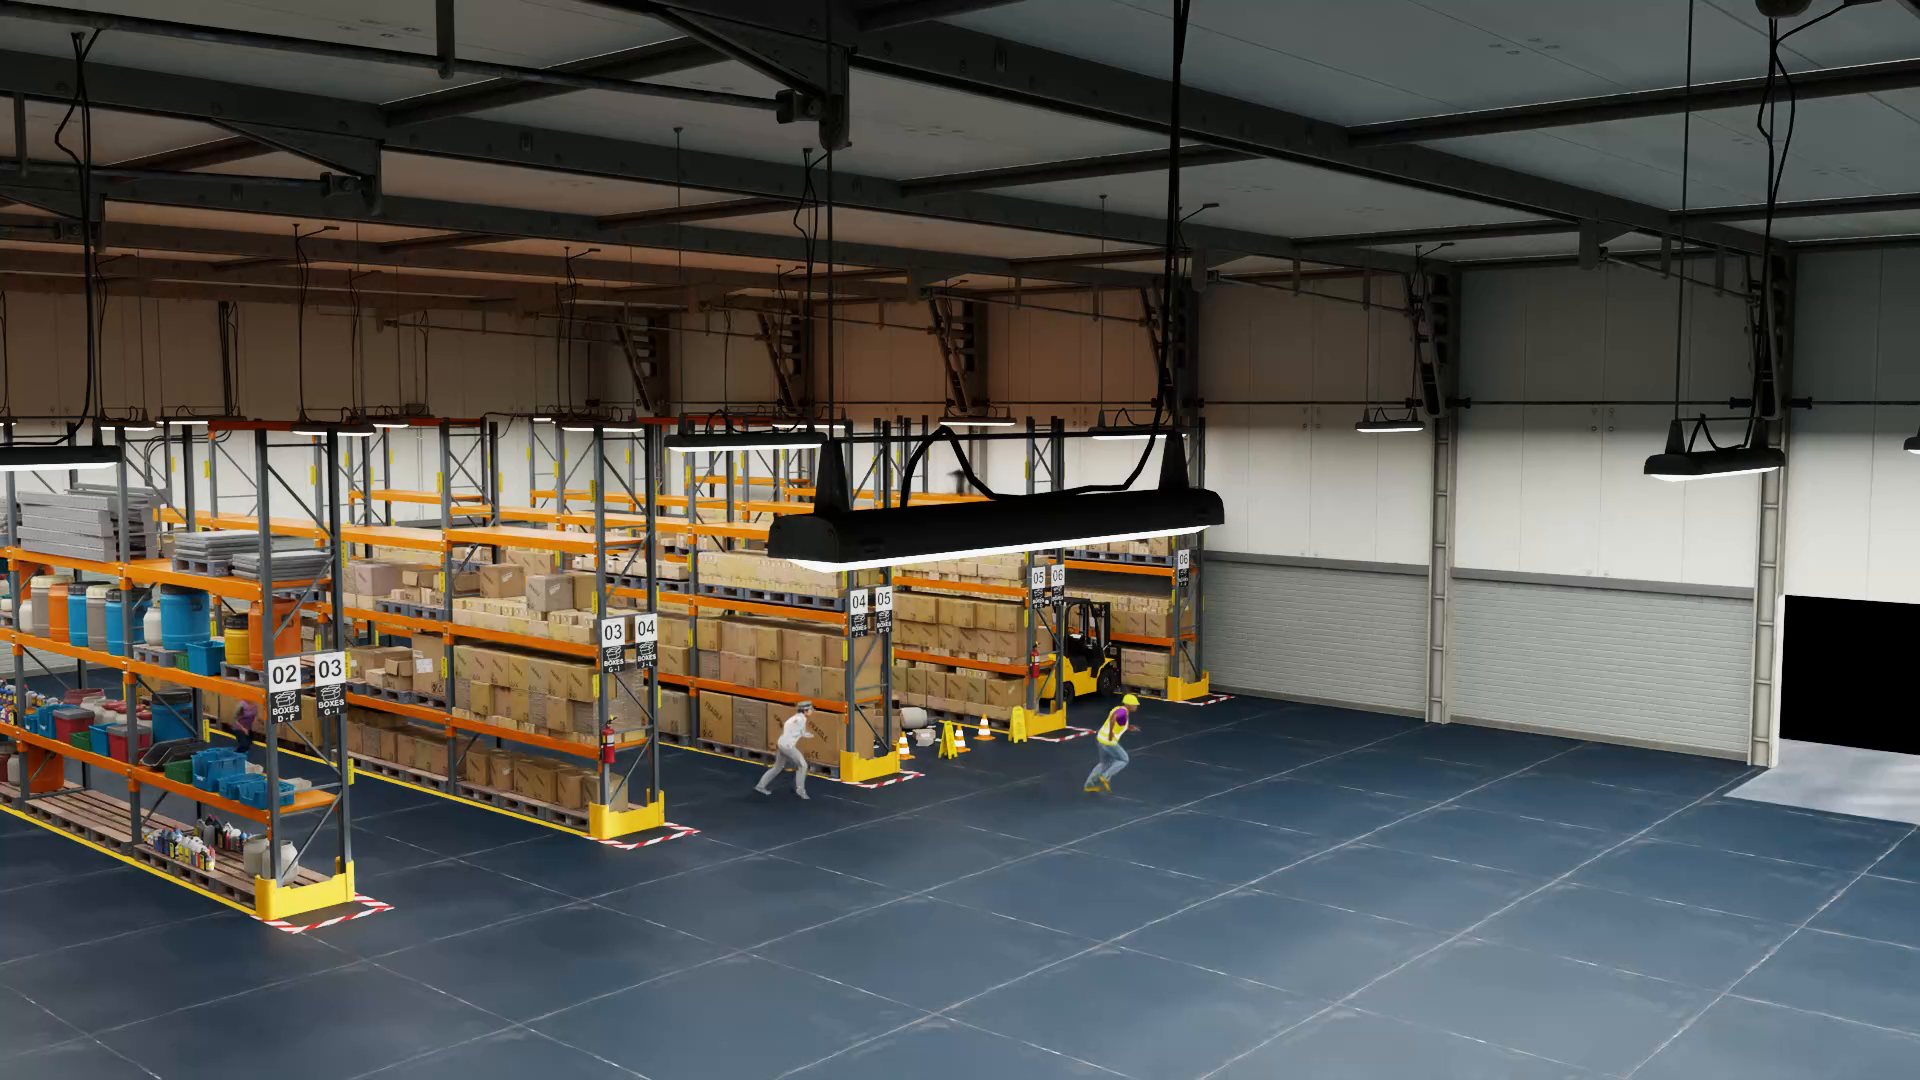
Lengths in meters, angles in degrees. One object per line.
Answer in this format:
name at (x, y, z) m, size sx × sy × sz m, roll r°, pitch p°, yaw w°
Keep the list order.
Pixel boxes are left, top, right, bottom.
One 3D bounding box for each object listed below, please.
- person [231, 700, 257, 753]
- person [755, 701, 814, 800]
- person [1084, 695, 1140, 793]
person at (-12.295, 3.243, 28.495) m, size 0.808 × 1.446 × 0.556 m, roll 2°, pitch 5°, yaw 21°
person at (-2.790, 3.374, 26.455) m, size 0.941 × 1.628 × 0.664 m, roll 0°, pitch 5°, yaw -5°
person at (2.473, 3.297, 26.832) m, size 0.929 × 1.595 × 0.741 m, roll -1°, pitch 5°, yaw -7°
